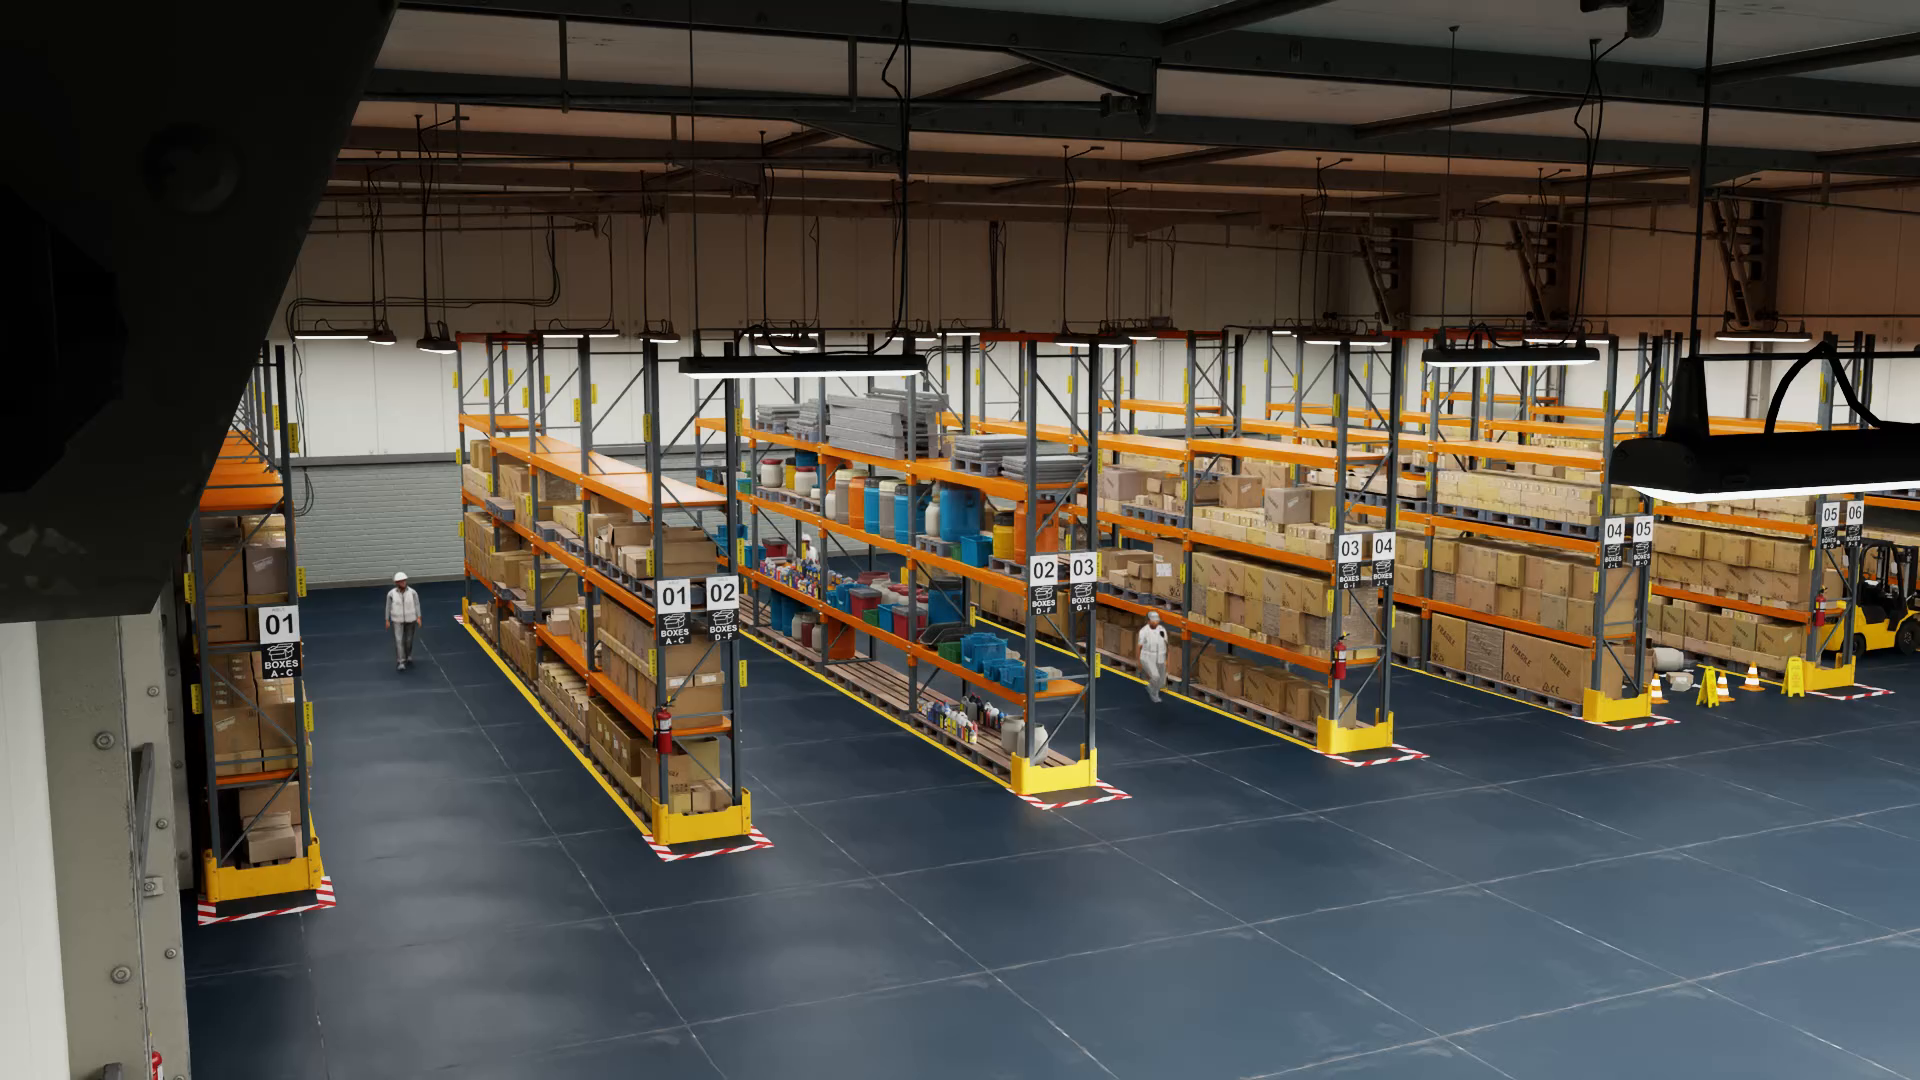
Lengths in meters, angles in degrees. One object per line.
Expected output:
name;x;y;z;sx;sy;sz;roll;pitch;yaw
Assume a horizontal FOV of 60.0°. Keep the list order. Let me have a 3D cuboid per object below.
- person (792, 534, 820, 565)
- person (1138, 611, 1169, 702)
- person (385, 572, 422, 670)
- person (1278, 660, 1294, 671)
person;-3.196;0.734;35.002;0.577;1.711;1.087;-4;9;-29
person;3.054;1.866;26.318;0.504;1.541;0.919;-2;8;-16
person;-10.033;1.434;29.962;0.612;1.715;1.074;-3;8;-21
person;5.583;1.635;28.534;0.636;1.740;0.674;-2;8;-15
